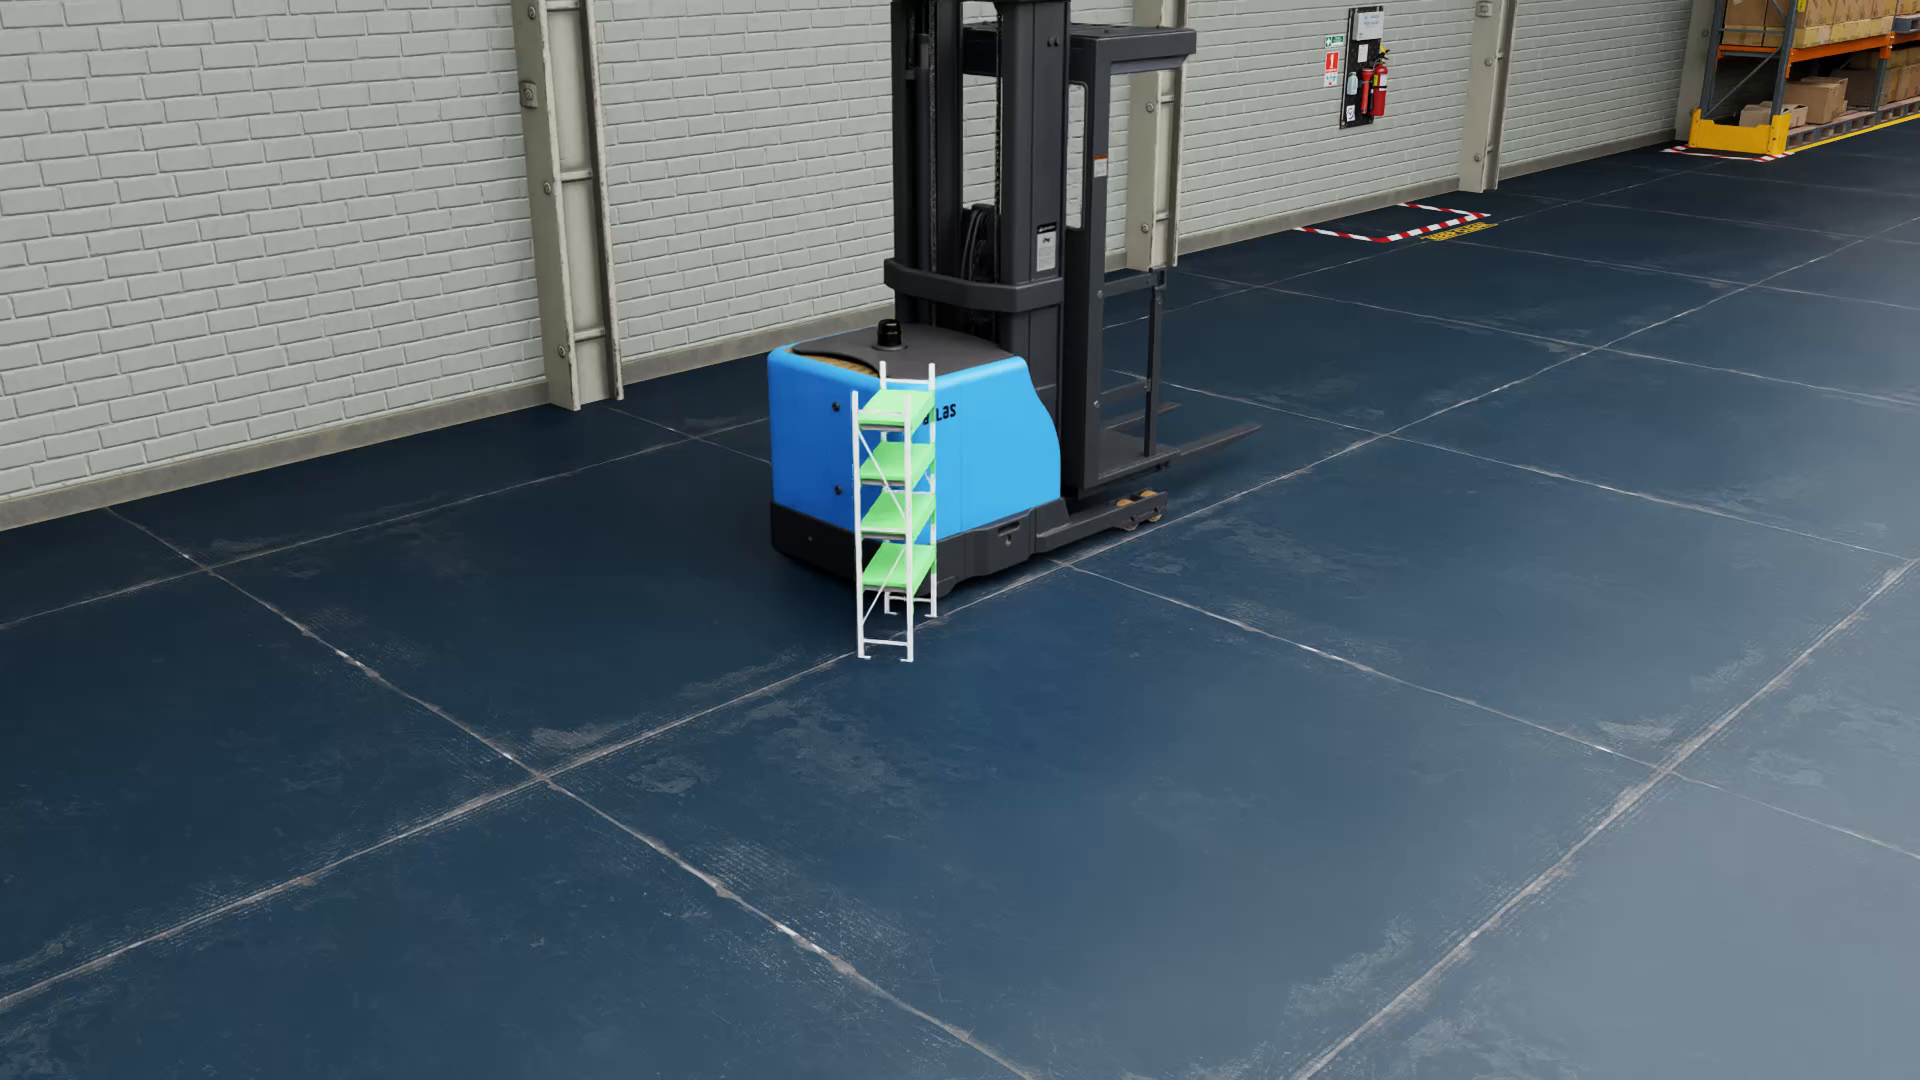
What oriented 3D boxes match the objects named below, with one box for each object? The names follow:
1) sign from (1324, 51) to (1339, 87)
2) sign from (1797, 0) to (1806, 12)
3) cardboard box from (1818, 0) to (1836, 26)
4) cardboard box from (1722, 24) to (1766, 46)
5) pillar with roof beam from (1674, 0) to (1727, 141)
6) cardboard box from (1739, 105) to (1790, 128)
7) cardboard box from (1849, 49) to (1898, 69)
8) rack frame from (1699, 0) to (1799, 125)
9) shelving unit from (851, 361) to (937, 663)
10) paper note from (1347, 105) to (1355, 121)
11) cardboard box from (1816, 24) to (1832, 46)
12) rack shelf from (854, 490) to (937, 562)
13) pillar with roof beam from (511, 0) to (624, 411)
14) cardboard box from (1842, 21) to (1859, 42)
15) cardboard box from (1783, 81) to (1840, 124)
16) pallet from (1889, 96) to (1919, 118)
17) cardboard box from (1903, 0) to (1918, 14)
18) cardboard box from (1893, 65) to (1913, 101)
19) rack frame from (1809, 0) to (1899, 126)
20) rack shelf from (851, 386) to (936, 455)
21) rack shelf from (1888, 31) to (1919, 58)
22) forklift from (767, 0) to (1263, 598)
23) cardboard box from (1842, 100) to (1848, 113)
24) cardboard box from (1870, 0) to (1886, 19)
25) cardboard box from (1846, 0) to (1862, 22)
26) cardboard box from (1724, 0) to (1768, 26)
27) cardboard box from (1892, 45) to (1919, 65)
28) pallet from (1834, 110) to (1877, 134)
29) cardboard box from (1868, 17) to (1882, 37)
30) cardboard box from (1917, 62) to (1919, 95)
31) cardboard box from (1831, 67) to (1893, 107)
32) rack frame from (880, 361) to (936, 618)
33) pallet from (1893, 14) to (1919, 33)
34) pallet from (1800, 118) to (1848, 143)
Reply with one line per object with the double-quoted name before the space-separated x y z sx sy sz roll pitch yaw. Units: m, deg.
"sign" 3.692 -4.683 16.527 0.001 0.329 0.234 19 28 41
"sign" 10.609 -6.822 20.936 0.100 0.325 0.005 19 28 41
"cardboard box" 11.120 -7.015 21.781 0.500 0.500 0.500 19 28 41
"cardboard box" 10.407 -6.662 21.907 0.500 0.250 0.500 -20 28 -41
"pillar with roof beam" 13.173 -8.673 18.597 9.100 9.000 0.400 19 28 41
"cardboard box" 10.767 -5.659 22.253 0.500 0.311 0.500 15 26 35
"cardboard box" 13.817 -7.278 25.155 0.500 0.250 0.500 19 28 40
"rack frame" 10.220 -6.554 21.445 1.000 3.000 0.127 19 28 41
"shelving unit" -0.277 -0.126 7.229 0.258 1.200 0.503 4 21 10
"paper note" 3.979 -4.343 16.920 0.016 0.148 0.142 19 28 41
"cardboard box" 11.140 -6.676 21.944 0.500 0.250 0.500 18 28 39
"rack shelf" -0.277 -0.066 7.252 0.258 0.148 0.480 4 21 10
"pillar with roof beam" 0.616 -4.046 6.559 9.100 9.000 0.400 19 28 41
"cardboard box" 11.854 -6.935 22.618 0.500 0.250 0.500 20 28 41
"cardboard box" 11.713 -6.070 23.058 0.700 0.500 0.500 17 27 37
"pallet" 14.404 -6.796 25.962 1.003 0.211 1.213 19 28 41
"cardboard box" 13.785 -8.098 24.710 0.500 0.500 0.700 -17 27 -37
"cardboard box" 14.222 -7.080 25.686 0.700 0.500 0.500 20 28 41
"rack frame" 13.011 -7.582 24.120 1.000 3.000 0.127 19 28 41
"rack shelf" -0.277 -0.514 7.079 0.258 0.148 0.480 4 21 10
"rack shelf" 14.406 -7.760 25.587 1.077 0.370 4.000 19 28 41
"forklift" 0.459 -1.531 8.473 3.031 2.935 1.130 -20 28 -41
"cardboard box" 12.659 -6.320 24.172 0.380 0.166 0.250 15 26 34
"cardboard box" 12.558 -7.543 23.154 0.500 0.500 0.500 19 28 40
"cardboard box" 11.837 -7.282 22.476 0.500 0.500 0.500 -19 28 -40
"cardboard box" 10.397 -7.018 21.787 0.500 0.500 0.500 19 28 40
"cardboard box" 14.538 -7.536 25.827 0.500 0.250 0.500 19 28 40
"pallet" 12.567 -6.099 24.148 1.003 0.211 1.213 19 28 41
"cardboard box" 12.544 -7.198 23.301 0.500 0.250 0.500 19 28 41
"cardboard box" 14.893 -7.347 26.381 0.700 0.500 0.500 19 28 41
"cardboard box" 13.512 -6.814 24.993 0.500 0.500 0.700 -19 28 -40
"rack frame" -0.230 -0.212 7.452 0.240 1.200 0.015 4 21 10
"pallet" 13.648 -7.653 24.571 1.003 0.211 1.213 19 28 41
"pallet" 11.716 -5.784 23.328 1.003 0.211 1.213 19 28 41
